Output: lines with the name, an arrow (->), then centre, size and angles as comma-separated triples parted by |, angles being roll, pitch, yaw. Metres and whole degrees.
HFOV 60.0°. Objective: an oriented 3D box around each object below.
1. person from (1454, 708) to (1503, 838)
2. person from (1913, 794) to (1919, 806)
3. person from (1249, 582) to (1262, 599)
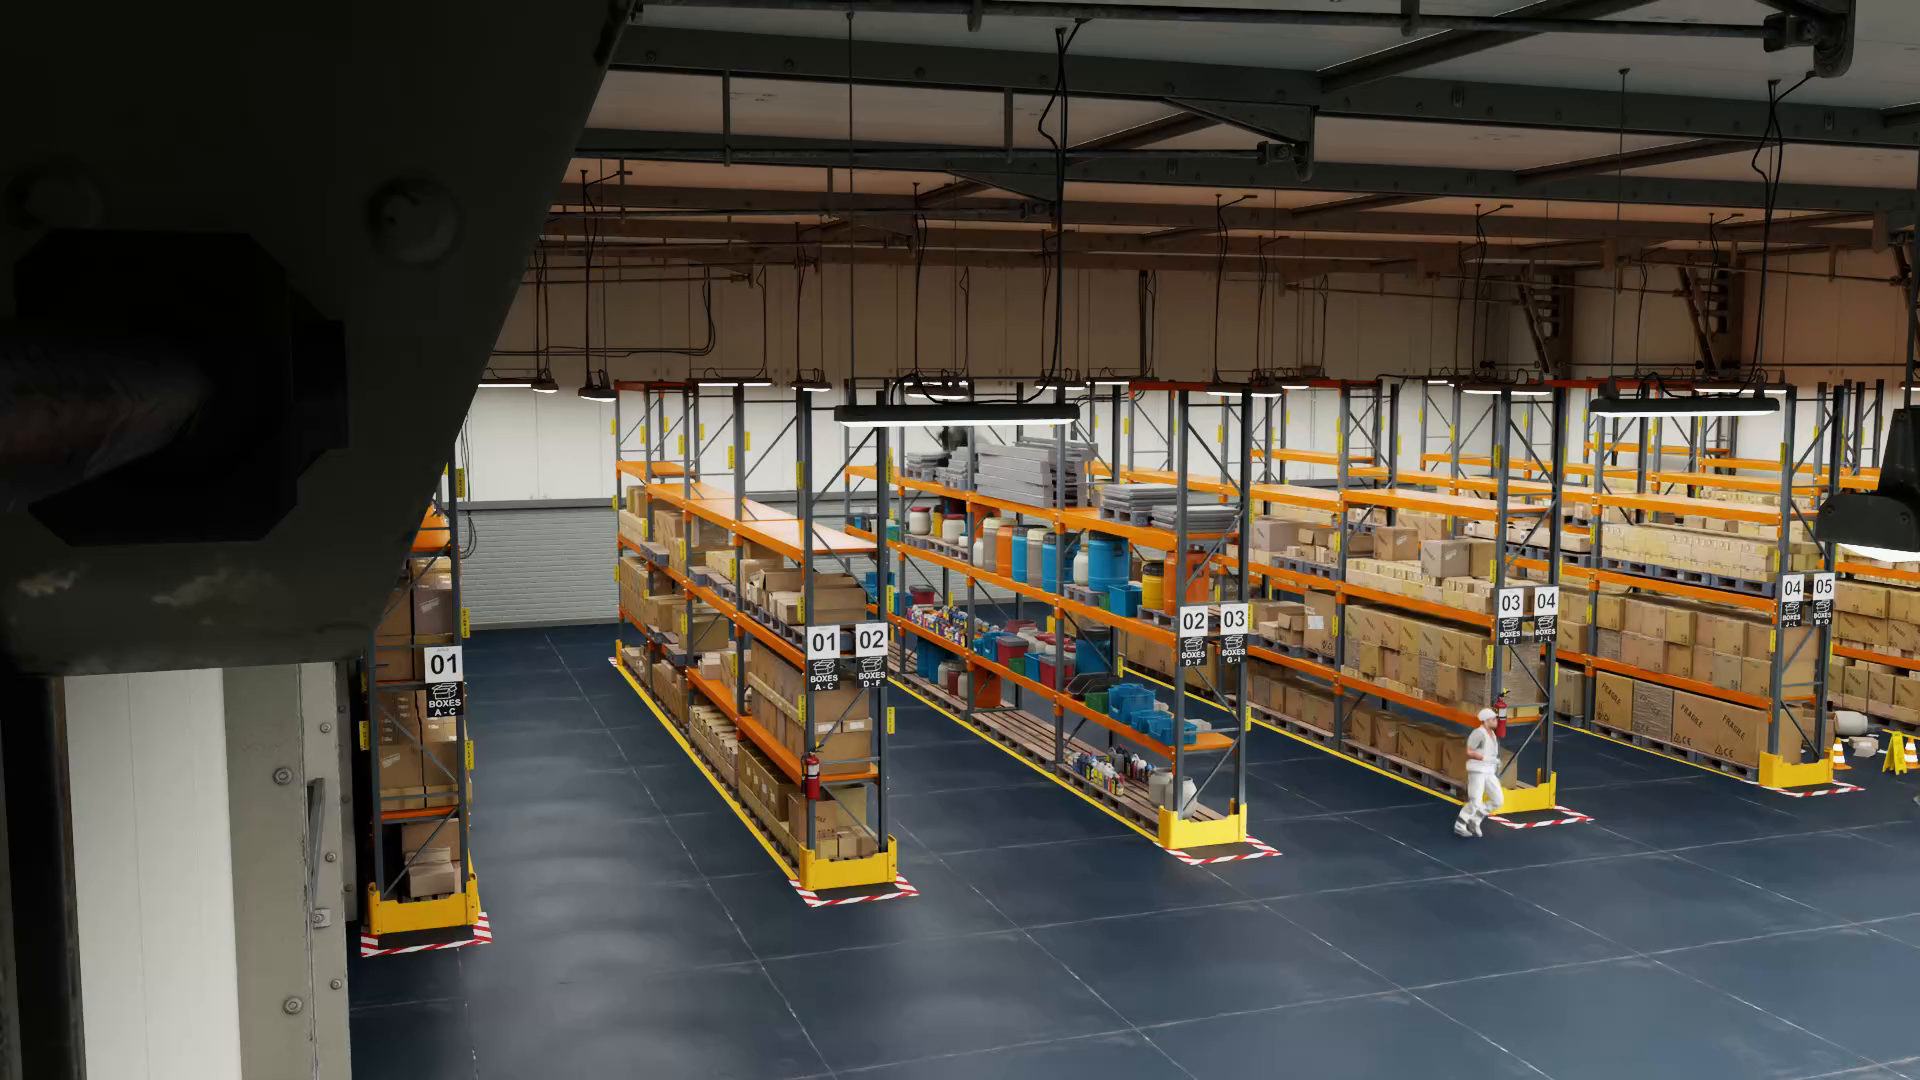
person -> 7.037, 3.119, 22.239 | 0.662, 1.730, 0.608 | -4, 7, -36
person -> 13.815, 3.019, 22.965 | 1.043, 1.816, 0.724 | 4, 7, 34
person -> 7.371, 1.139, 41.592 | 0.530, 1.582, 0.646 | 3, 7, 26
